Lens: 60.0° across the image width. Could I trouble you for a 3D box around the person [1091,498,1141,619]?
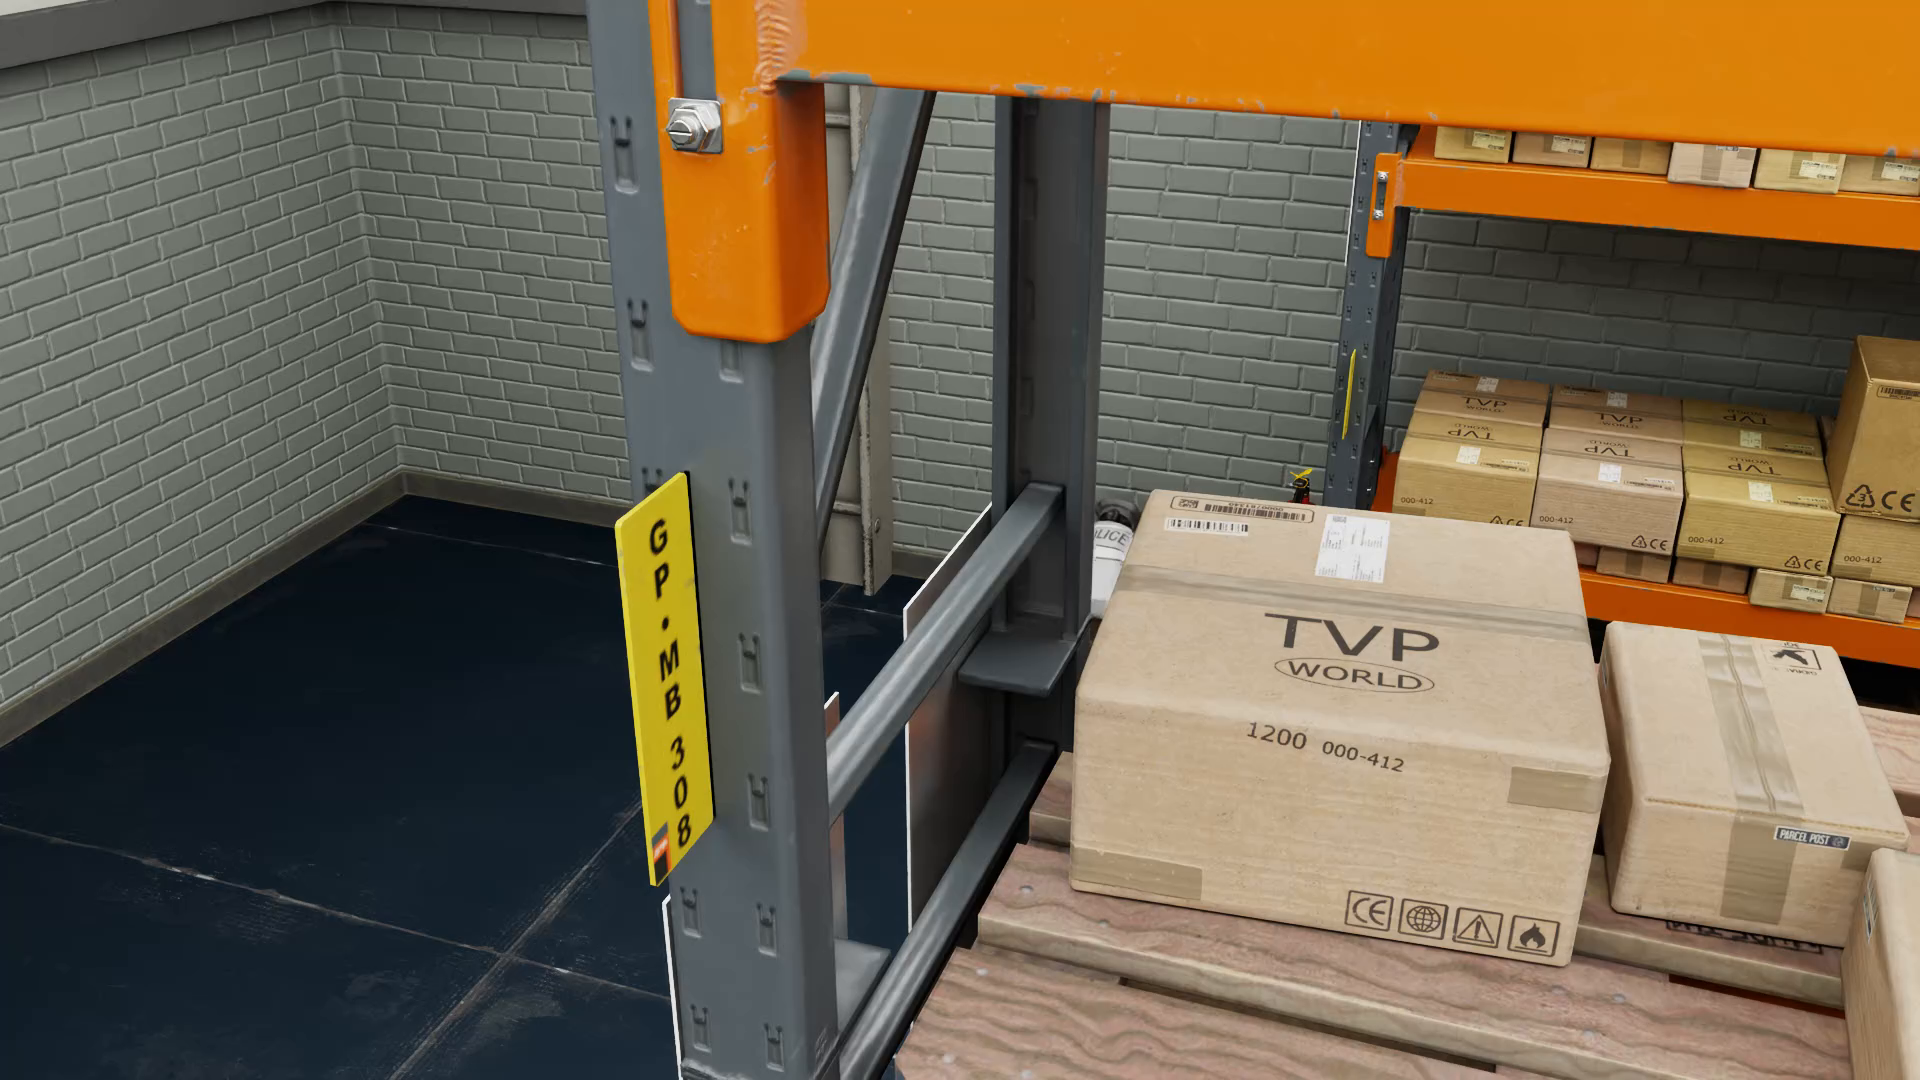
[{"bbox_3d":[0.688,0.283,8.086,0.455,0.774,0.913,8,27,16],"label":"person"}]
